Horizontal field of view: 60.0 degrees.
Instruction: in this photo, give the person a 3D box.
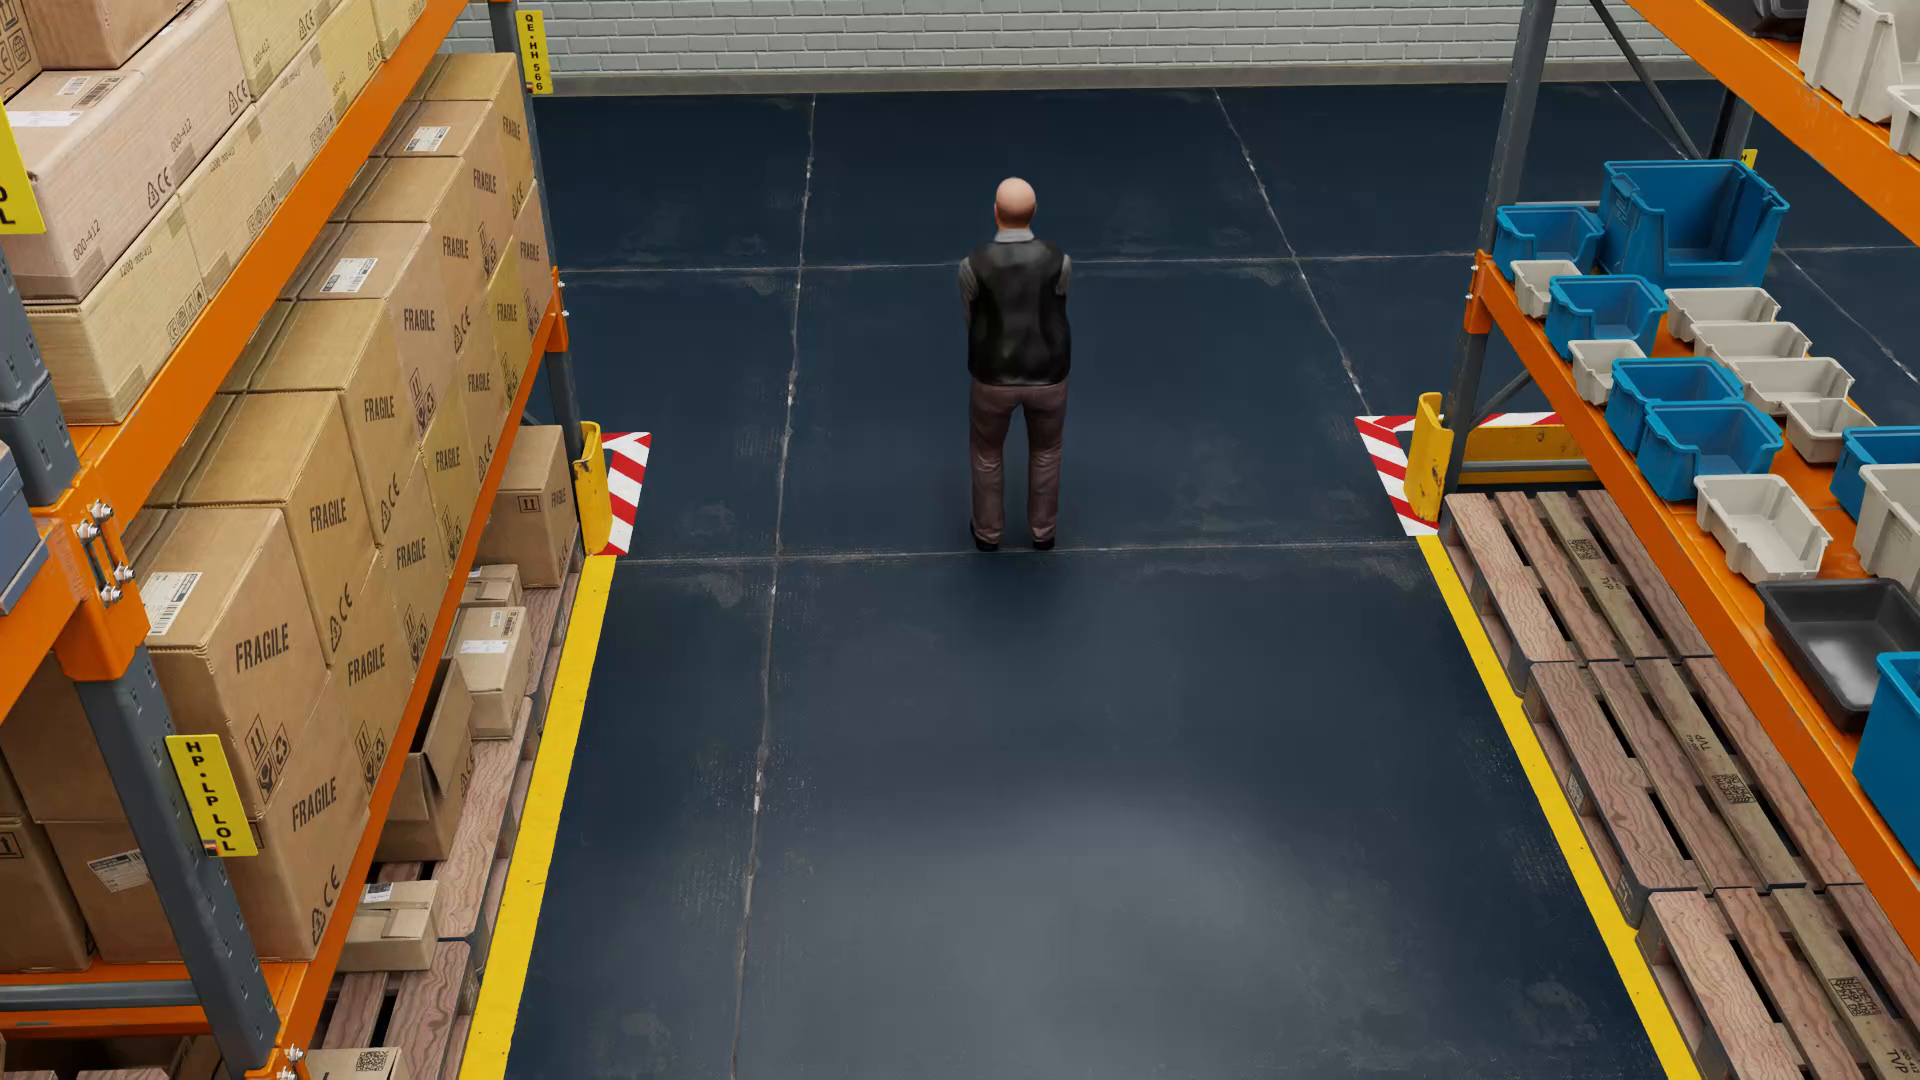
[{"bbox_3d":[0.231,-0.761,7.275,0.486,1.703,0.562,-2,35,-3],"label":"person"}]
